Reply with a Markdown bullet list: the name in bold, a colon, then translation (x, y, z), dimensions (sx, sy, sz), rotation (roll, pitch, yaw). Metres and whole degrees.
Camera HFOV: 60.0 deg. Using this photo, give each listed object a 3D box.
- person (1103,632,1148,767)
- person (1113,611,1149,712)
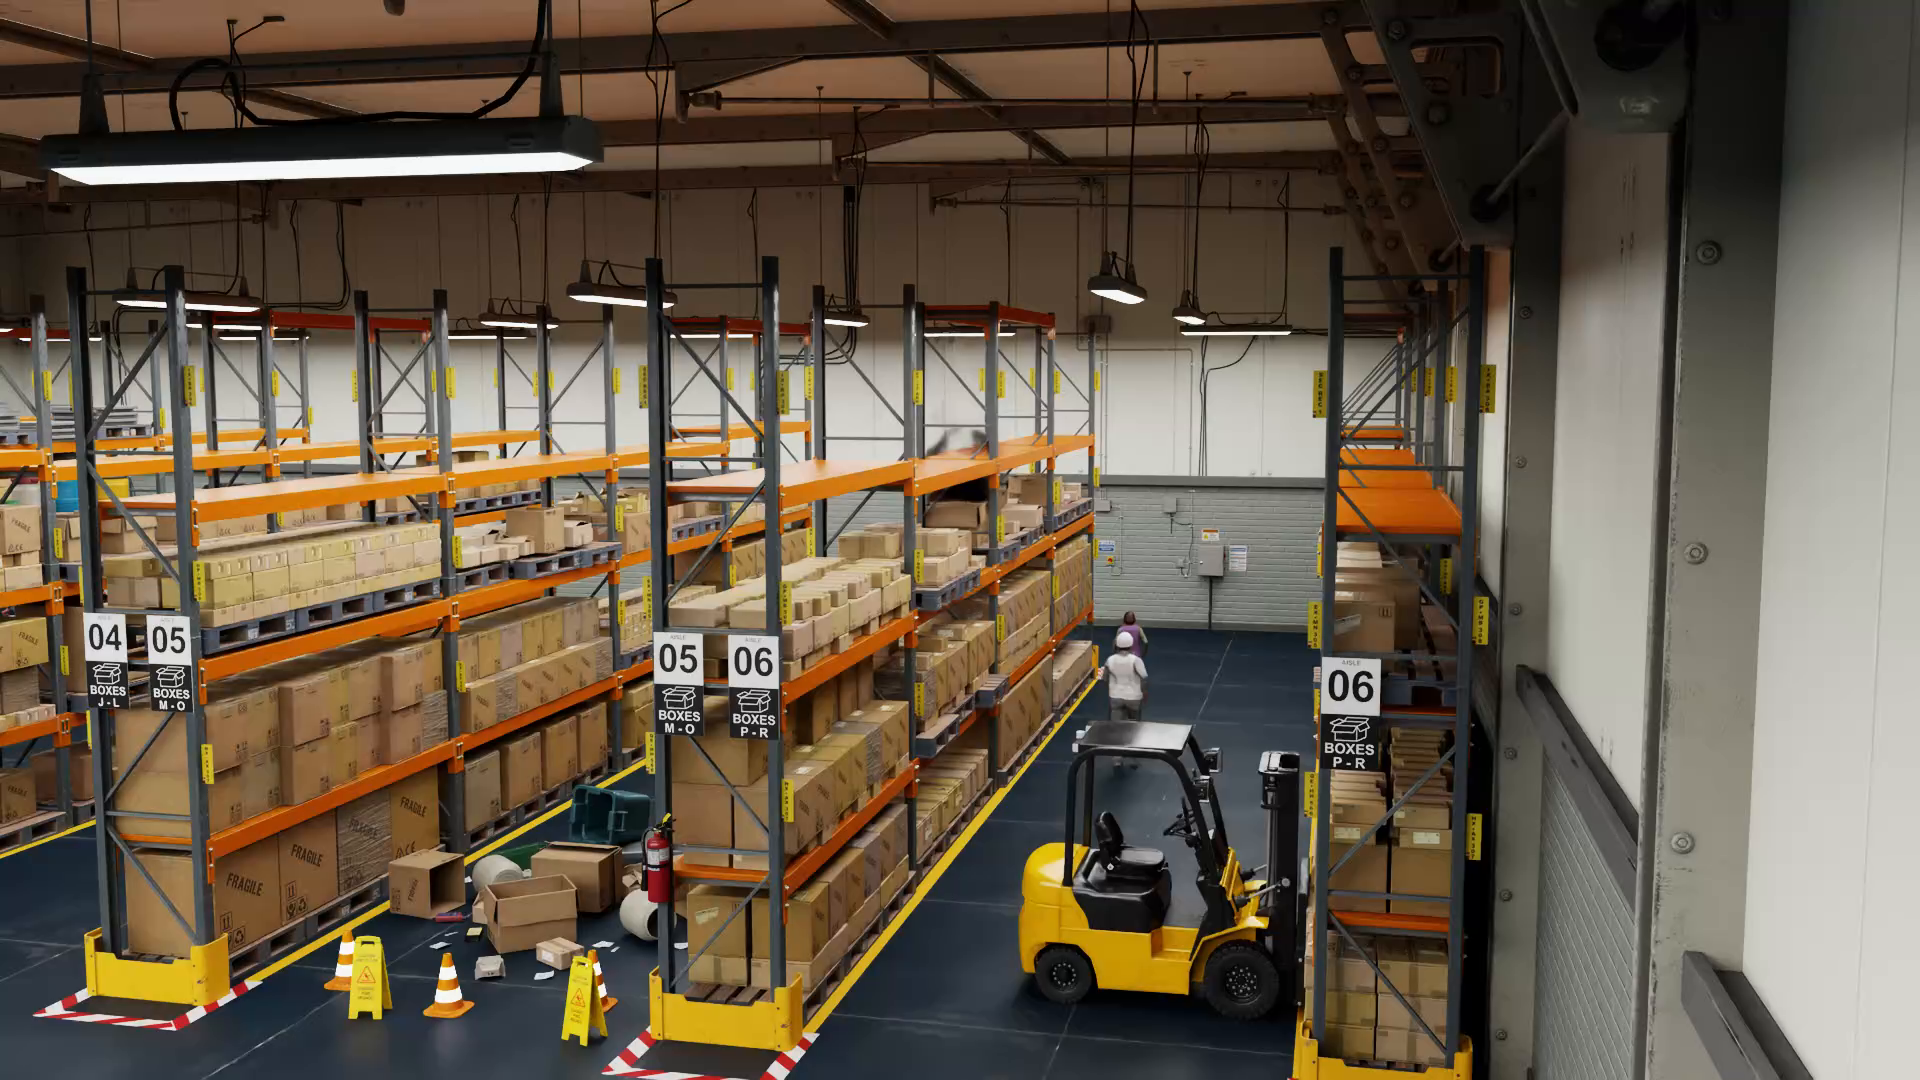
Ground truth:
- **person**: translation (2.158, 2.101, 21.653), dimensions (0.626, 1.829, 0.754), rotation (1, 6, 12)
- **person**: translation (2.587, 1.850, 25.197), dimensions (0.546, 1.562, 0.496), rotation (1, 6, 6)
